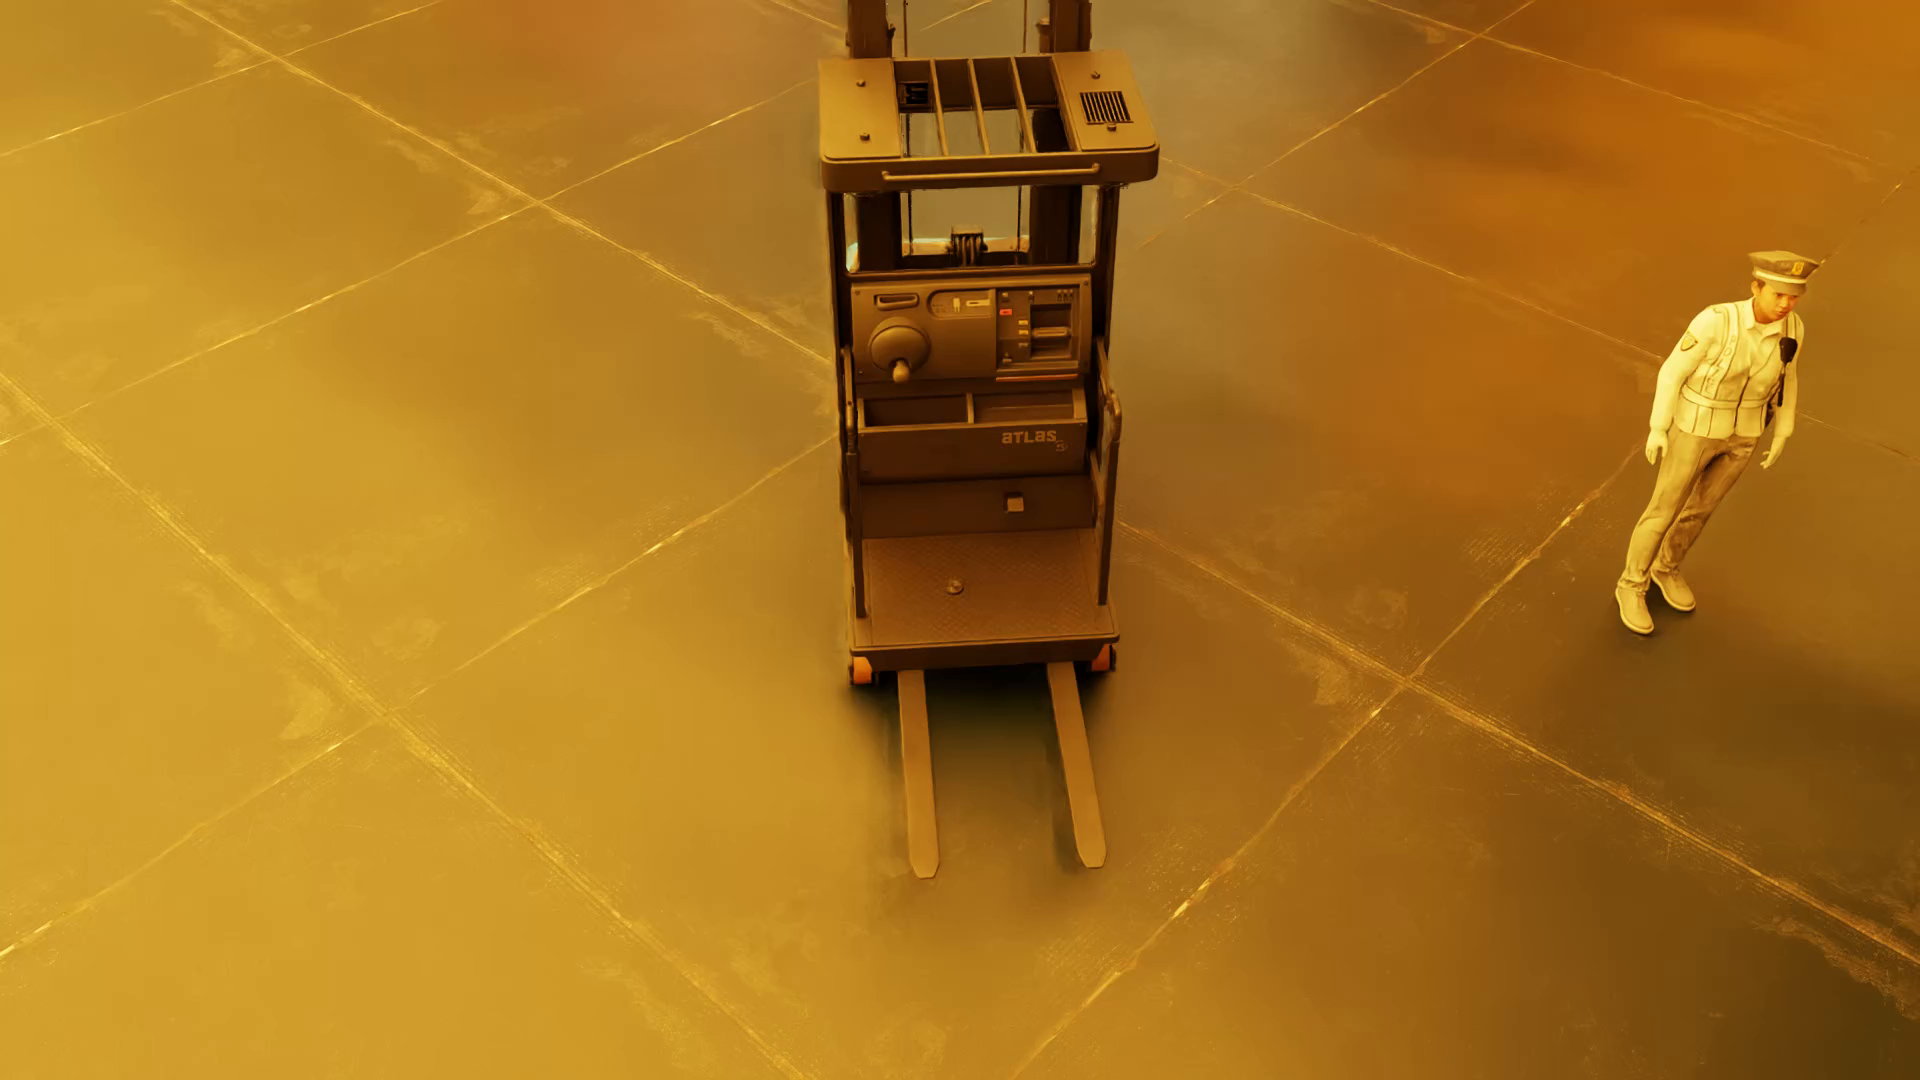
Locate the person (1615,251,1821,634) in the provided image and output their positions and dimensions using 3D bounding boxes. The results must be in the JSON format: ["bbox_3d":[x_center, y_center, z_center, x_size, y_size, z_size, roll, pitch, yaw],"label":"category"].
[{"bbox_3d":[3.145,-0.398,6.842,0.601,1.697,0.509,-3,41,-3],"label":"person"}]

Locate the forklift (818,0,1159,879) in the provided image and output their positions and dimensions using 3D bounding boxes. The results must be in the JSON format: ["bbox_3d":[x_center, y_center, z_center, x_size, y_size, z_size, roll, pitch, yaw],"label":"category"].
[{"bbox_3d":[0.066,-0.736,6.286,1.130,2.935,3.031,-3,41,-3],"label":"forklift"}]
